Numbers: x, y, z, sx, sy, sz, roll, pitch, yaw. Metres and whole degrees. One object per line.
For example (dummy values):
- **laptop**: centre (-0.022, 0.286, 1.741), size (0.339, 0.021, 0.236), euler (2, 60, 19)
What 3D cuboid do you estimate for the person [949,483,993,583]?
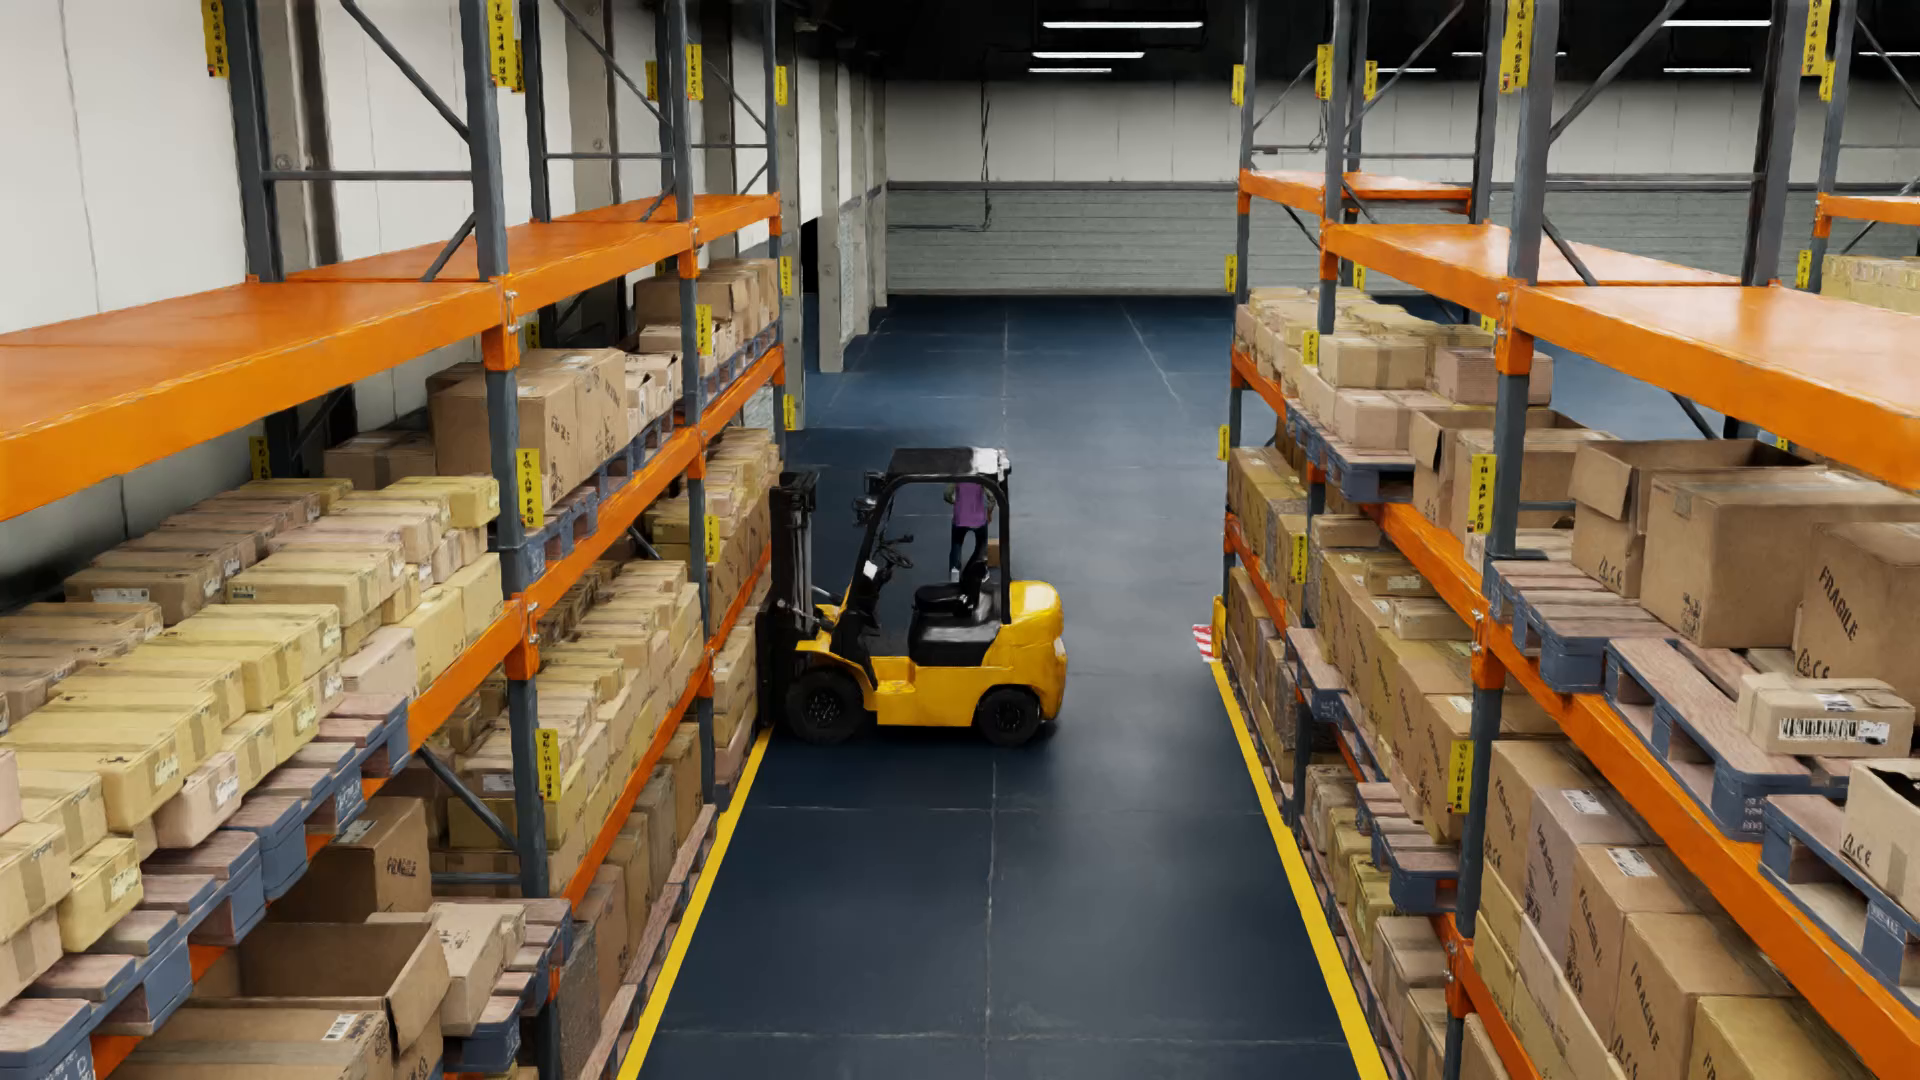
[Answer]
- **person**: centre (0.110, -0.251, 17.136), size (0.511, 1.497, 0.719), euler (0, 14, 1)
